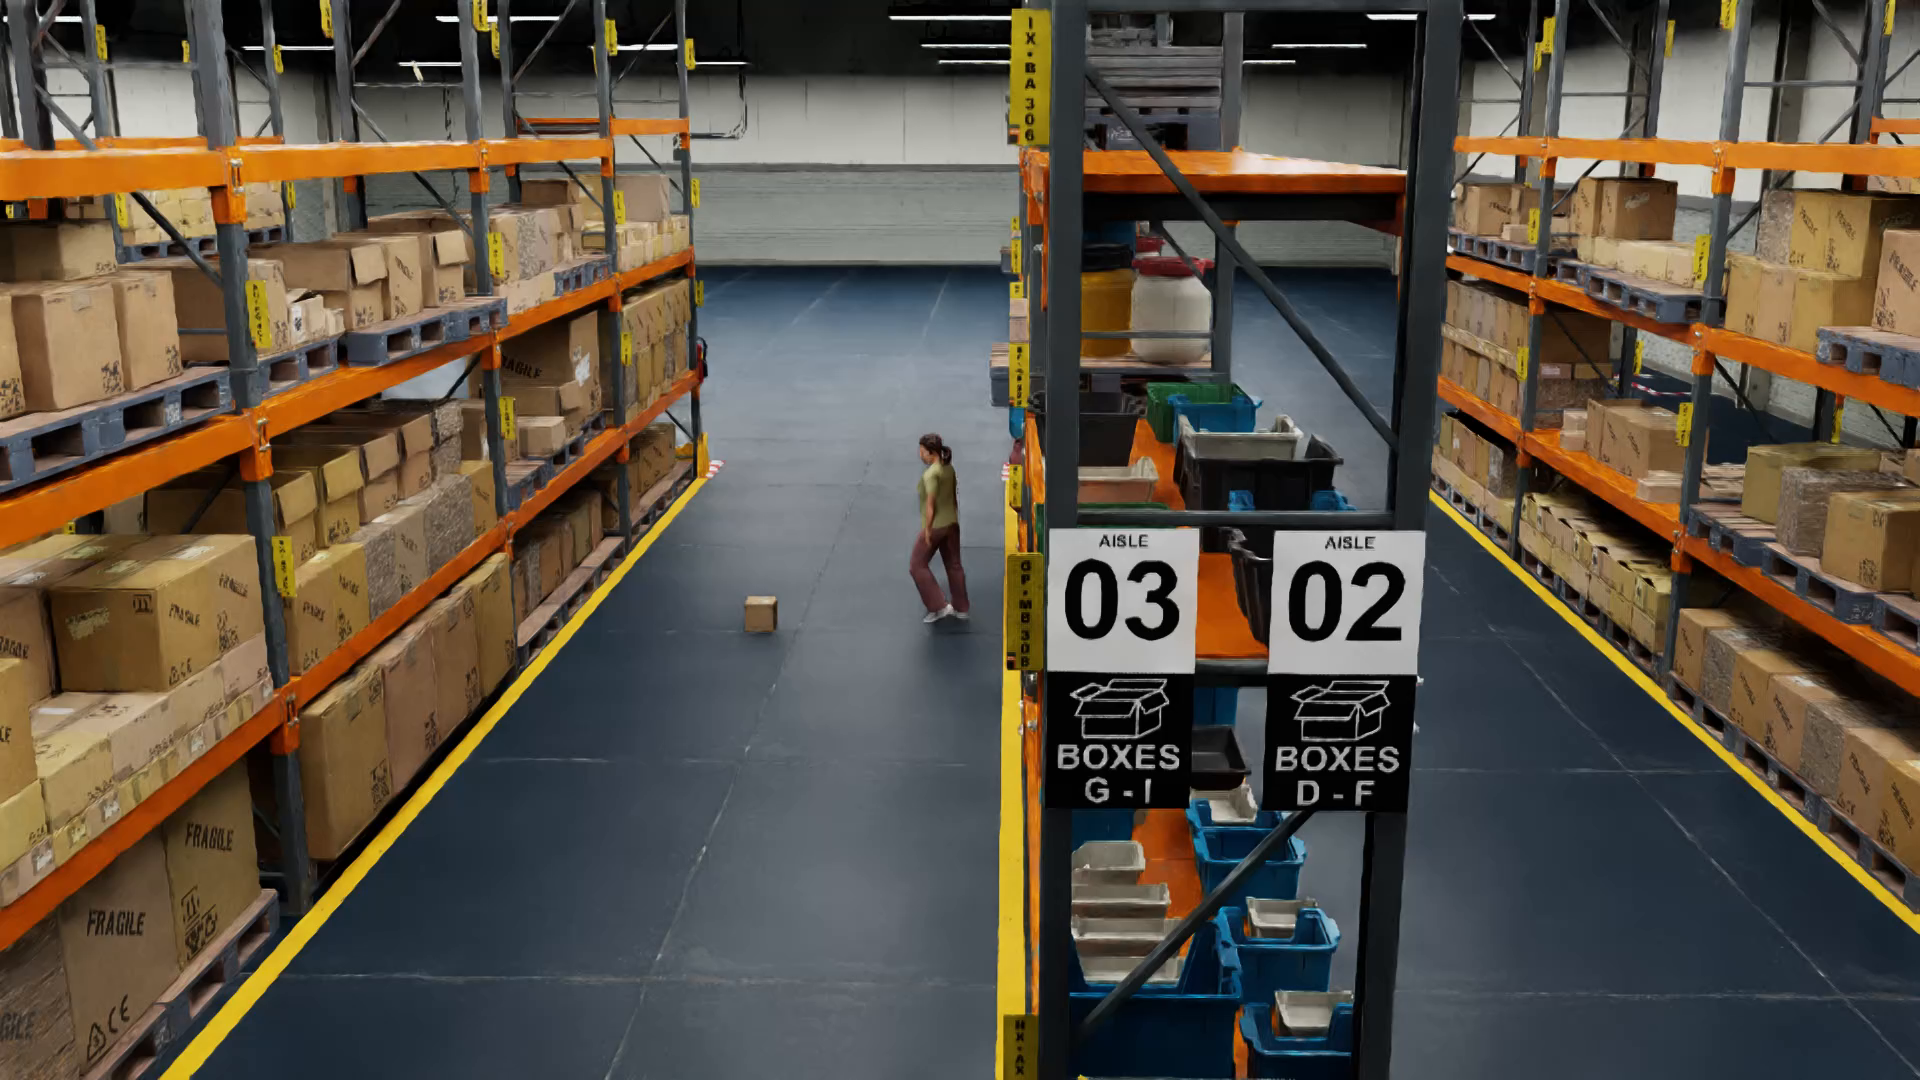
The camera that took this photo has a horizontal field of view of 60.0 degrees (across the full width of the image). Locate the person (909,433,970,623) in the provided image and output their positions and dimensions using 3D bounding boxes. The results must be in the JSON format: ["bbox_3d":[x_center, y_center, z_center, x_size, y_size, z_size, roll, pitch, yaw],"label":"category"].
[{"bbox_3d":[-0.162,-0.101,14.387,0.383,1.683,0.572,11,18,37],"label":"person"}]
